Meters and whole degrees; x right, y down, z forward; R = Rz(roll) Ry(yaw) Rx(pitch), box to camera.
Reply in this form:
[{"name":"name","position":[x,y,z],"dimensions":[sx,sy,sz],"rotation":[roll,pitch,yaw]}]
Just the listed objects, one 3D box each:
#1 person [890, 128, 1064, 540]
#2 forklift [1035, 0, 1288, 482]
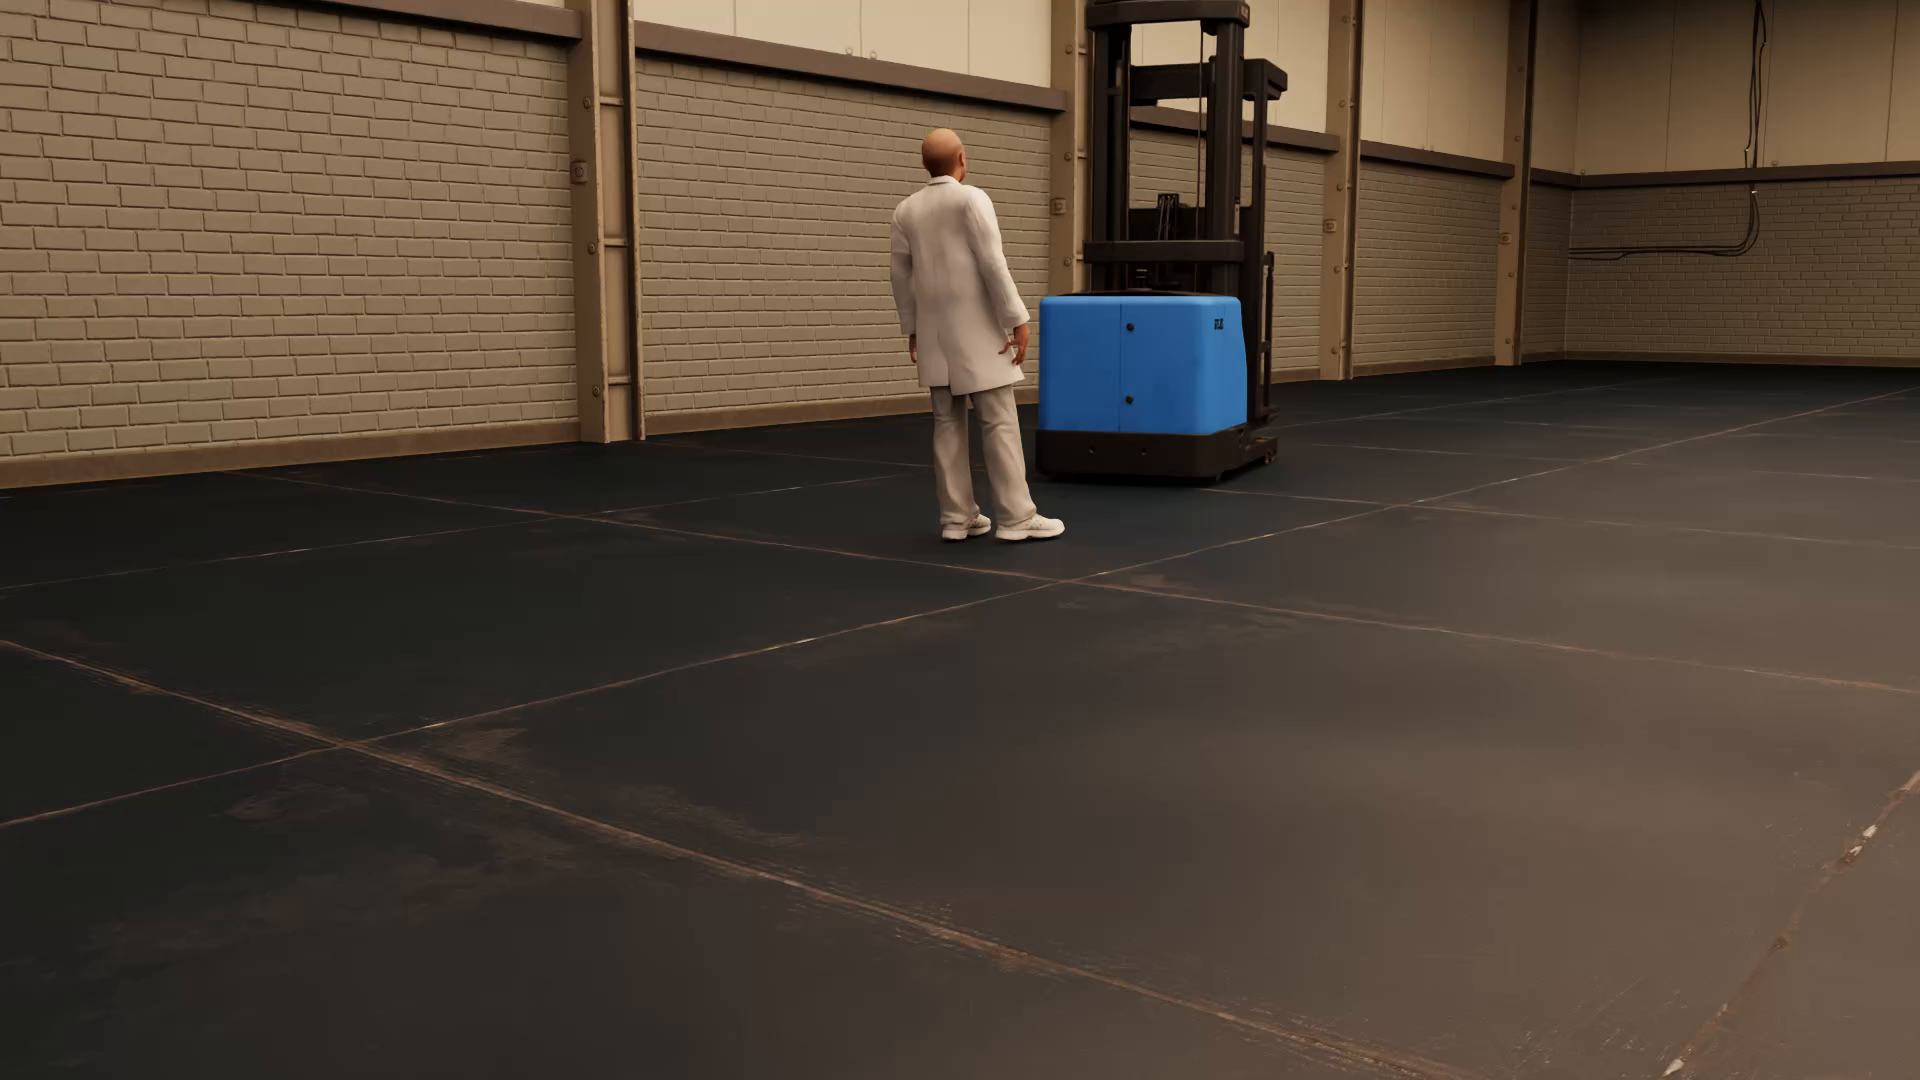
[{"name":"person","position":[0.061,-0.897,7.343],"dimensions":[0.696,1.778,0.578],"rotation":[7,11,38]},{"name":"forklift","position":[1.449,-1.956,10.645],"dimensions":[1.130,2.935,3.031],"rotation":[3,9,21]}]
